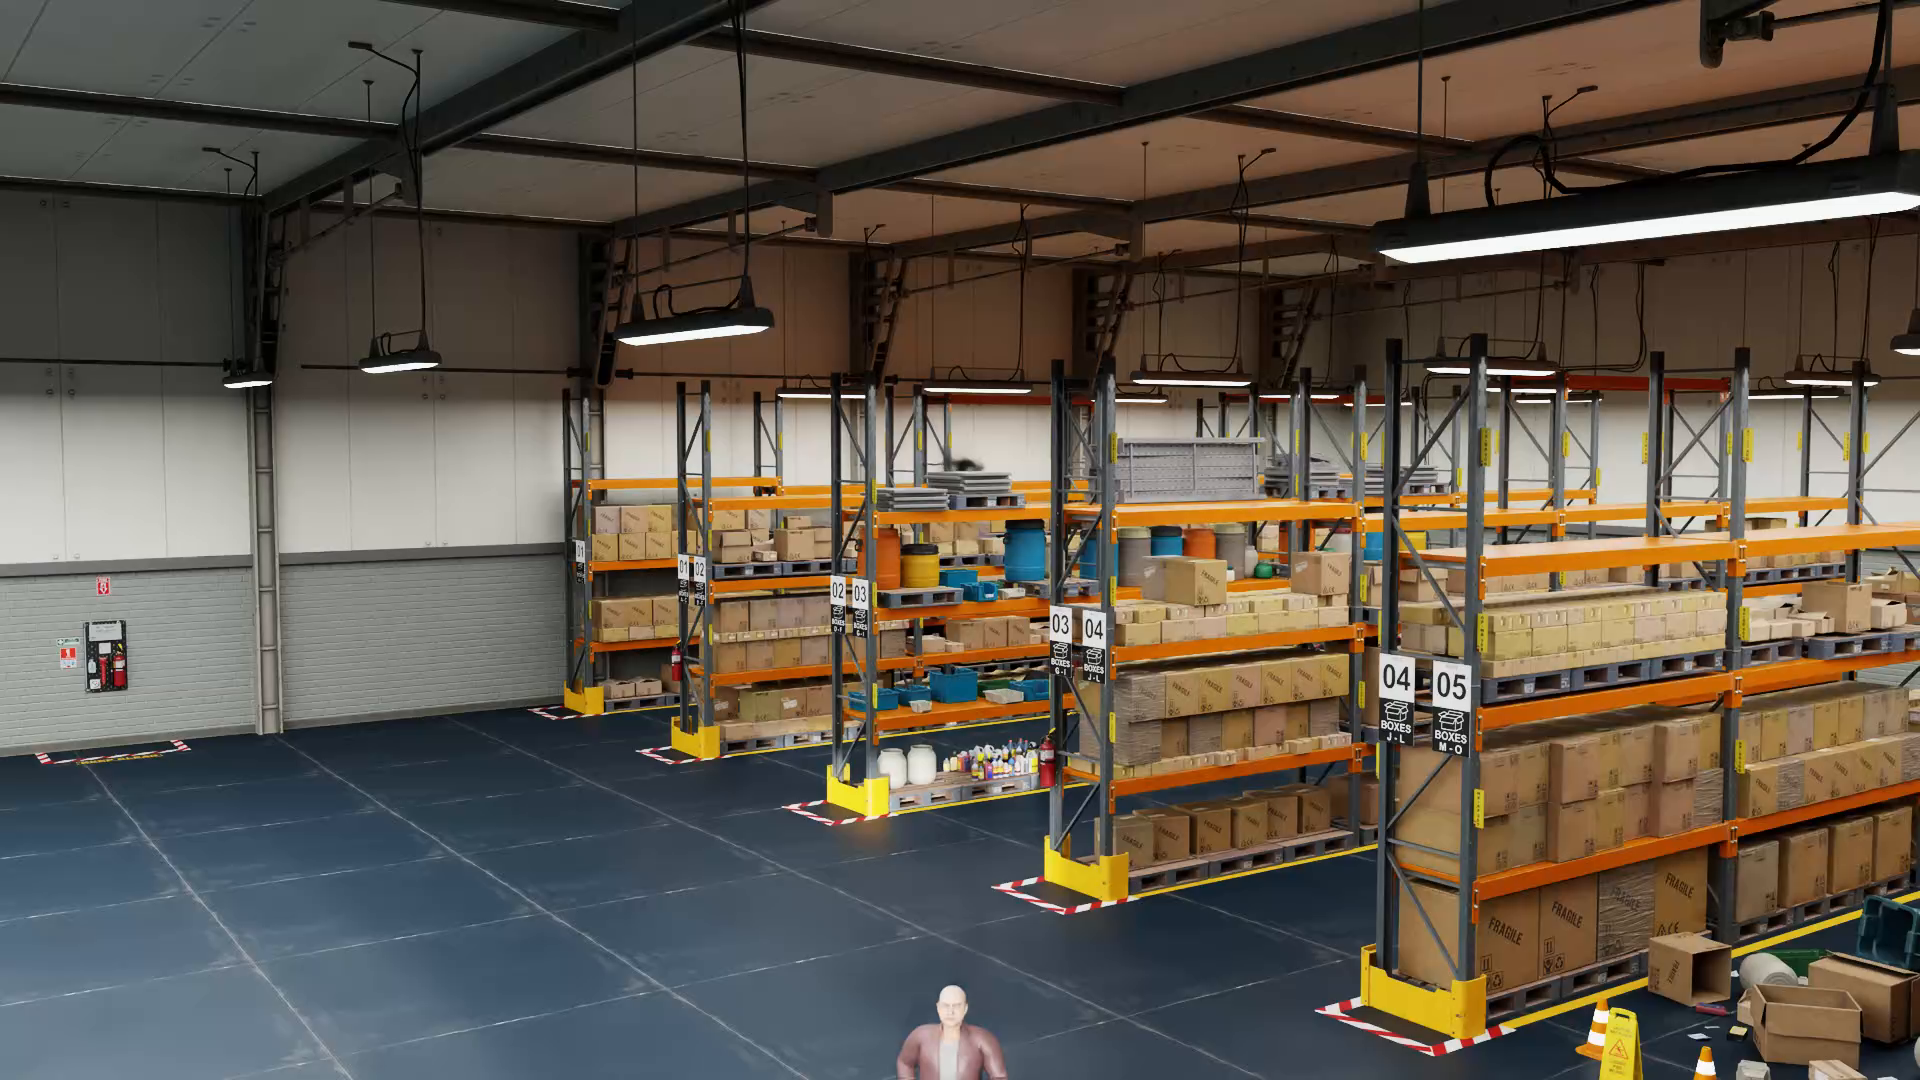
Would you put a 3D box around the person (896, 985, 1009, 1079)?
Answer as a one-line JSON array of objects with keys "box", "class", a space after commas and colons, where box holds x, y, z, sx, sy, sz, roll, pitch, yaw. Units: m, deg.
[{"box": [-0.061, 3.628, 10.307, 0.720, 1.745, 0.897, 0, 4, 5], "class": "person"}]

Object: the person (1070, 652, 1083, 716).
[{"box": [2.089, 2.499, 28.072, 0.541, 1.658, 0.615, -4, 5, -45], "class": "person"}]
